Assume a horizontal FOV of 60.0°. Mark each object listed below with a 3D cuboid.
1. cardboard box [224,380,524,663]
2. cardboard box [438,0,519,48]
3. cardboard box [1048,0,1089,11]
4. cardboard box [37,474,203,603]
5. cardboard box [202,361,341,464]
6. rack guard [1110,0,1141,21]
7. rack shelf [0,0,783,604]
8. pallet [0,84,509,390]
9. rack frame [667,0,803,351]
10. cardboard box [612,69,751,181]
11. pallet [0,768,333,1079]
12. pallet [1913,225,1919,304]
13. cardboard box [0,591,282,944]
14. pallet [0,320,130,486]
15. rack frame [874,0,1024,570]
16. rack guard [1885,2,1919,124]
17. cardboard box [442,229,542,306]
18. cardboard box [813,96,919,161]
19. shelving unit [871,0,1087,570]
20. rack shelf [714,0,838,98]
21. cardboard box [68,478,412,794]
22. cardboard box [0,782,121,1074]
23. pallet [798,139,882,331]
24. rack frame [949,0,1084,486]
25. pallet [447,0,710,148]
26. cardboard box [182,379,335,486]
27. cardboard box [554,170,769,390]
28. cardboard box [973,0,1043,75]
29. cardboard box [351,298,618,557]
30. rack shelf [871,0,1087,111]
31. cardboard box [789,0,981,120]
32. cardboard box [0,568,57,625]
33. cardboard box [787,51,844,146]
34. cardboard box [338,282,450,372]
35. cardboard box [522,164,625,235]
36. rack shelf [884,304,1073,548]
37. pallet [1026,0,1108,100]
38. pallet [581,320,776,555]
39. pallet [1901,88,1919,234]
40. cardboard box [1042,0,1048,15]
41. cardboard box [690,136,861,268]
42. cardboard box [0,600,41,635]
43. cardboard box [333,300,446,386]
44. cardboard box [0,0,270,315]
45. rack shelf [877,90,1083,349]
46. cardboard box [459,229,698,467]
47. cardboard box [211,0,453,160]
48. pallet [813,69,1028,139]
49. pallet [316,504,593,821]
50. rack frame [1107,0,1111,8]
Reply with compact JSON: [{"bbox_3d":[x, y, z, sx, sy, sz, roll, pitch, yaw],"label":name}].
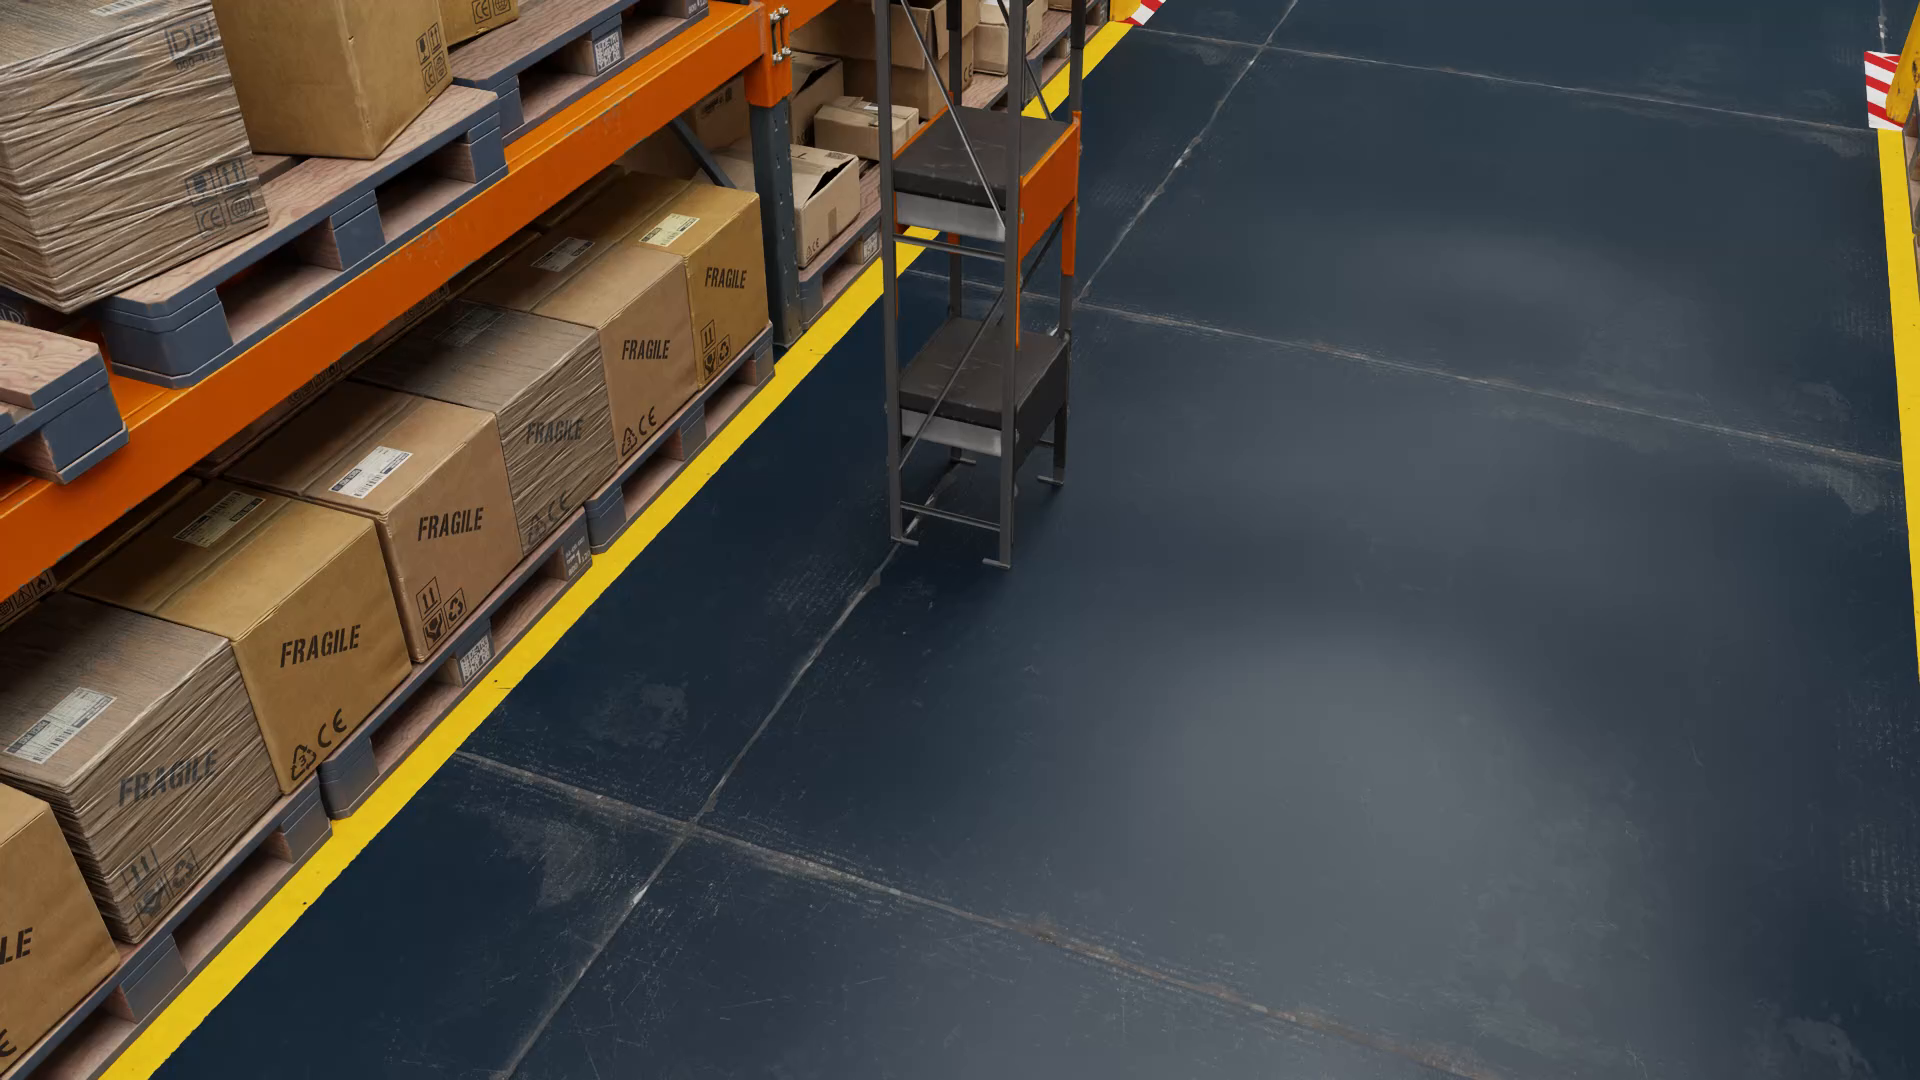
[{"bbox_3d":[-1.580,-0.059,4.544,0.500,0.500,0.500,13,39,16],"label":"cardboard box"},{"bbox_3d":[-1.668,-1.656,4.526,0.700,0.500,0.500,20,41,25],"label":"cardboard box"},{"bbox_3d":[0.465,-3.087,8.595,0.500,0.500,0.500,14,39,18],"label":"cardboard box"},{"bbox_3d":[-2.264,0.128,4.294,0.500,0.500,0.500,12,39,16],"label":"cardboard box"},{"bbox_3d":[-2.059,-0.486,4.489,0.500,0.250,0.500,13,39,17],"label":"cardboard box"},{"bbox_3d":[0.415,-3.226,9.148,1.175,0.500,0.348,14,39,18],"label":"rack guard"},{"bbox_3d":[-1.839,-0.659,4.227,1.077,0.370,4.000,14,39,18],"label":"rack shelf"},{"bbox_3d":[-1.865,-0.841,4.029,1.003,0.211,1.213,14,39,18],"label":"pallet"},{"bbox_3d":[-1.078,-2.054,5.493,1.000,3.000,0.127,14,39,18],"label":"rack frame"},{"bbox_3d":[-1.124,-1.609,6.618,0.500,0.500,0.500,14,39,18],"label":"cardboard box"},{"bbox_3d":[-2.281,0.872,3.906,1.003,0.211,1.213,14,39,18],"label":"pallet"},{"bbox_3d":[4.208,-0.901,6.279,1.003,0.211,1.213,14,39,18],"label":"pallet"},{"bbox_3d":[-1.969,0.507,3.786,0.500,0.500,0.500,12,39,16],"label":"cardboard box"},{"bbox_3d":[-2.407,-0.154,3.111,1.213,0.211,1.003,14,39,18],"label":"pallet"},{"bbox_3d":[-0.030,-0.798,4.563,0.400,2.100,0.015,14,39,18],"label":"rack frame"},{"bbox_3d":[5.020,-2.154,7.714,1.175,0.500,0.348,14,39,18],"label":"rack guard"},{"bbox_3d":[-1.680,-0.719,5.427,0.500,0.500,0.500,14,39,18],"label":"cardboard box"},{"bbox_3d":[-0.399,-1.760,7.098,0.380,0.166,0.250,14,39,18],"label":"cardboard box"},{"bbox_3d":[0.063,-0.933,4.744,0.431,2.100,0.503,14,39,18],"label":"shelving unit"},{"bbox_3d":[-0.317,-2.874,7.190,1.077,0.370,4.000,14,39,18],"label":"rack shelf"},{"bbox_3d":[-1.773,0.231,4.156,0.500,0.500,0.500,13,39,17],"label":"cardboard box"},{"bbox_3d":[-2.163,0.798,3.397,0.500,0.500,0.500,15,39,20],"label":"cardboard box"},{"bbox_3d":[-0.816,-1.317,6.836,1.003,0.211,1.213,14,39,18],"label":"pallet"},{"bbox_3d":[0.156,-1.068,4.925,0.400,2.100,0.015,14,39,18],"label":"rack frame"},{"bbox_3d":[-1.483,-1.560,4.992,1.003,0.211,1.213,14,39,18],"label":"pallet"},{"bbox_3d":[-2.070,-0.164,4.685,0.500,0.500,0.500,12,39,16],"label":"cardboard box"},{"bbox_3d":[-1.001,-0.891,5.657,0.500,0.500,0.500,14,39,17],"label":"cardboard box"},{"bbox_3d":[0.075,-2.468,7.975,0.500,0.250,0.500,14,39,18],"label":"cardboard box"},{"bbox_3d":[-1.388,-0.342,4.922,0.500,0.500,0.500,14,39,18],"label":"cardboard box"},{"bbox_3d":[0.063,-1.482,4.333,0.431,0.518,0.480,14,39,18],"label":"rack shelf"},{"bbox_3d":[-0.368,-2.272,7.502,0.797,0.503,0.637,14,39,18],"label":"cardboard box"},{"bbox_3d":[-2.444,0.082,3.730,0.500,0.250,0.500,15,39,19],"label":"cardboard box"},{"bbox_3d":[-0.838,-1.949,7.230,0.500,0.311,0.500,14,39,18],"label":"cardboard box"},{"bbox_3d":[-1.868,-0.764,4.860,0.500,0.250,0.500,14,39,18],"label":"cardboard box"},{"bbox_3d":[-1.488,-1.017,5.826,0.500,0.500,0.500,12,38,16],"label":"cardboard box"},{"bbox_3d":[0.063,-0.361,5.171,0.431,0.518,0.480,14,39,18],"label":"rack shelf"},{"bbox_3d":[0.112,-2.668,8.644,1.003,0.211,1.213,14,39,18],"label":"pallet"},{"bbox_3d":[-1.353,-0.478,5.714,1.003,0.211,1.213,14,39,18],"label":"pallet"},{"bbox_3d":[4.673,-1.574,7.179,1.003,0.211,1.213,14,39,18],"label":"pallet"},{"bbox_3d":[0.227,-2.749,8.422,0.380,0.166,0.250,14,39,18],"label":"cardboard box"},{"bbox_3d":[-0.719,-1.337,6.411,0.500,0.311,0.500,14,39,18],"label":"cardboard box"},{"bbox_3d":[-2.462,0.414,3.911,0.500,0.500,0.500,15,39,20],"label":"cardboard box"},{"bbox_3d":[-1.877,-0.444,5.059,0.500,0.500,0.500,14,39,18],"label":"cardboard box"},{"bbox_3d":[-1.940,-0.885,3.495,0.700,0.500,0.500,21,42,26],"label":"cardboard box"},{"bbox_3d":[0.063,-0.922,4.752,0.431,0.518,0.480,14,39,18],"label":"rack shelf"},{"bbox_3d":[-1.197,-0.619,5.293,0.500,0.500,0.500,14,39,18],"label":"cardboard box"},{"bbox_3d":[-1.693,-1.270,4.010,0.700,0.500,0.500,5,37,6],"label":"cardboard box"},{"bbox_3d":[-0.353,-1.995,7.743,1.003,0.211,1.213,14,39,18],"label":"pallet"},{"bbox_3d":[-1.816,0.199,4.807,1.003,0.211,1.213,14,39,18],"label":"pallet"},{"bbox_3d":[0.444,-4.269,8.456,1.000,3.000,0.127,14,39,18],"label":"rack frame"}]
